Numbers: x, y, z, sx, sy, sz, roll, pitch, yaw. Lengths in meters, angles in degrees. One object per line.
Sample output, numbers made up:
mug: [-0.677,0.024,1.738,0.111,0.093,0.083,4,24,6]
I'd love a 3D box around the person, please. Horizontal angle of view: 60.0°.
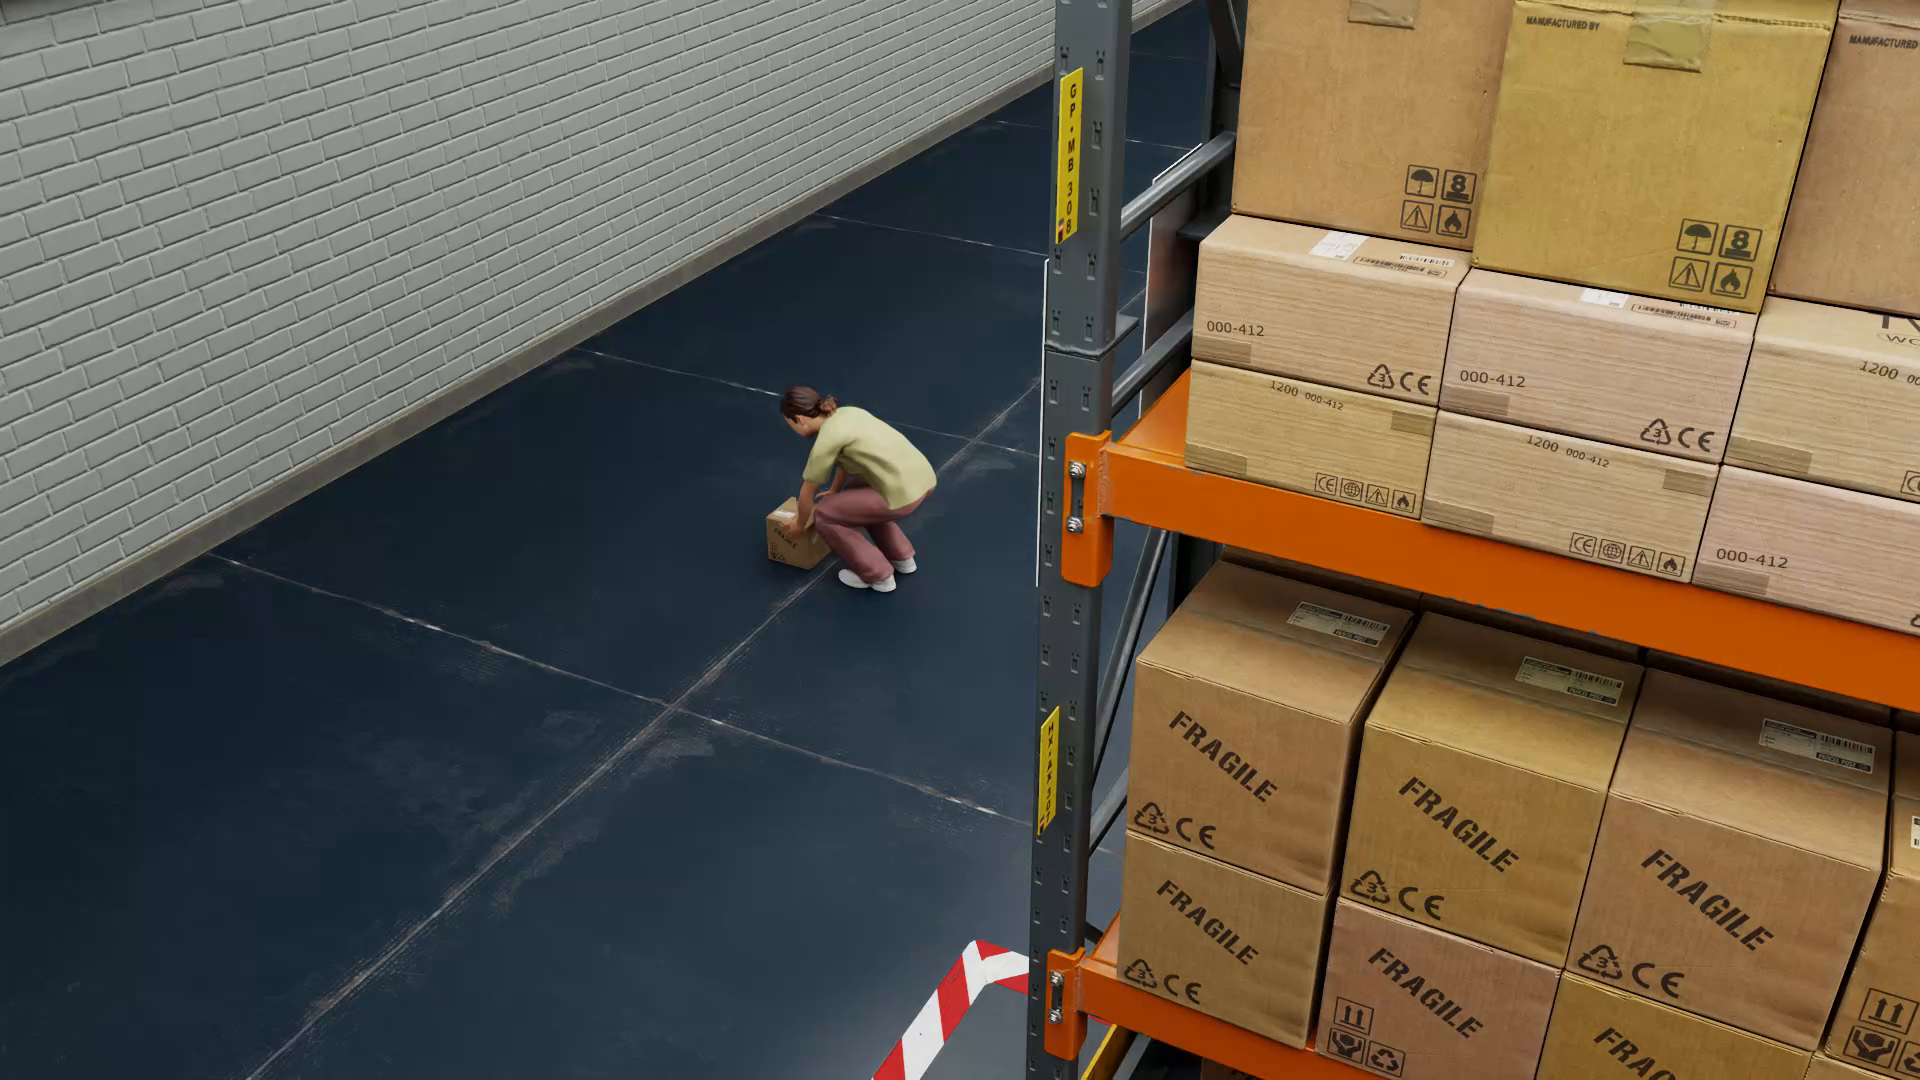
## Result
person: [-0.516,-0.260,8.255,0.782,0.998,0.494,14,33,23]
